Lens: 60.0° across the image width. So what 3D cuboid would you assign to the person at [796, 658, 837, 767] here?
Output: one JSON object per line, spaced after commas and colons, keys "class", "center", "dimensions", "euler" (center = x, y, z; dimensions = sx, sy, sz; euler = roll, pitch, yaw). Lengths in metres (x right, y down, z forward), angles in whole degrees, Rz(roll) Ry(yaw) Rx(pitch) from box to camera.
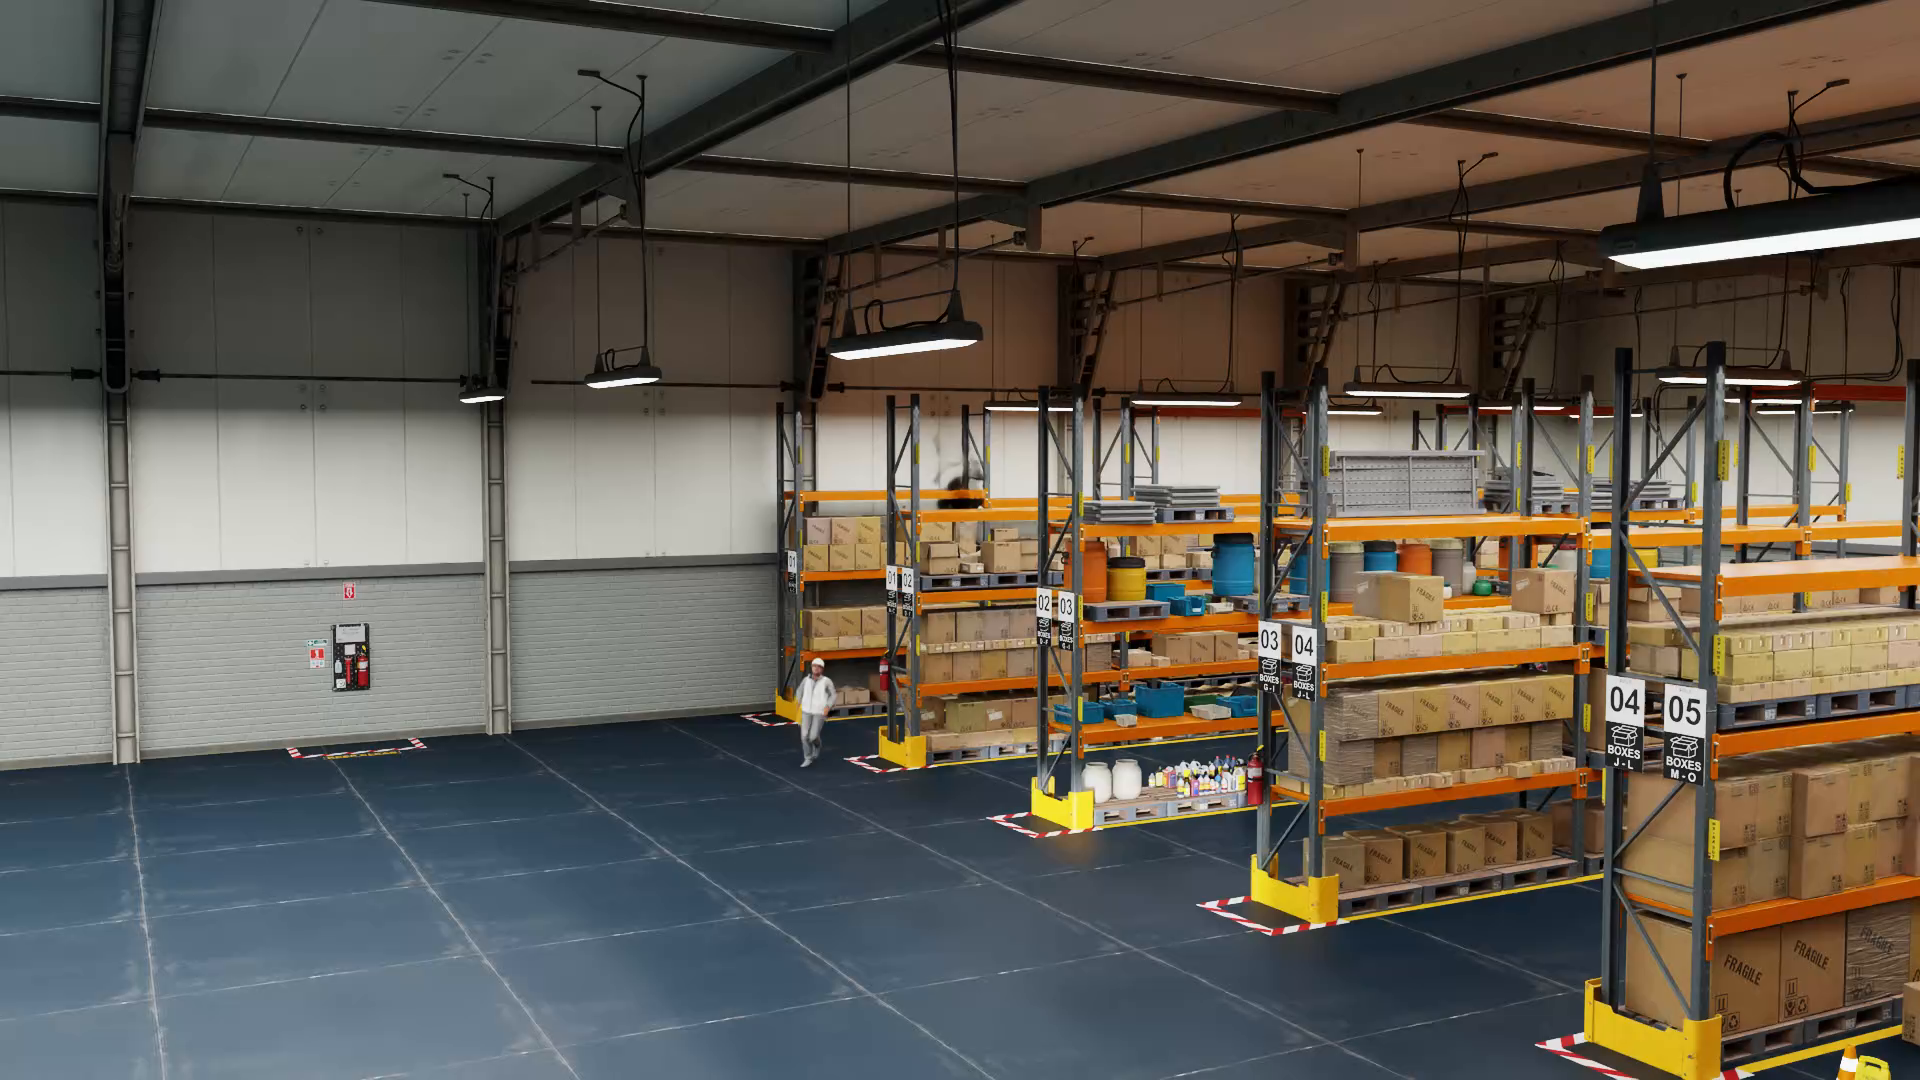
{"class": "person", "center": [-2.362, 2.788, 26.921], "dimensions": [0.691, 1.743, 0.516], "euler": [1, 3, 16]}
